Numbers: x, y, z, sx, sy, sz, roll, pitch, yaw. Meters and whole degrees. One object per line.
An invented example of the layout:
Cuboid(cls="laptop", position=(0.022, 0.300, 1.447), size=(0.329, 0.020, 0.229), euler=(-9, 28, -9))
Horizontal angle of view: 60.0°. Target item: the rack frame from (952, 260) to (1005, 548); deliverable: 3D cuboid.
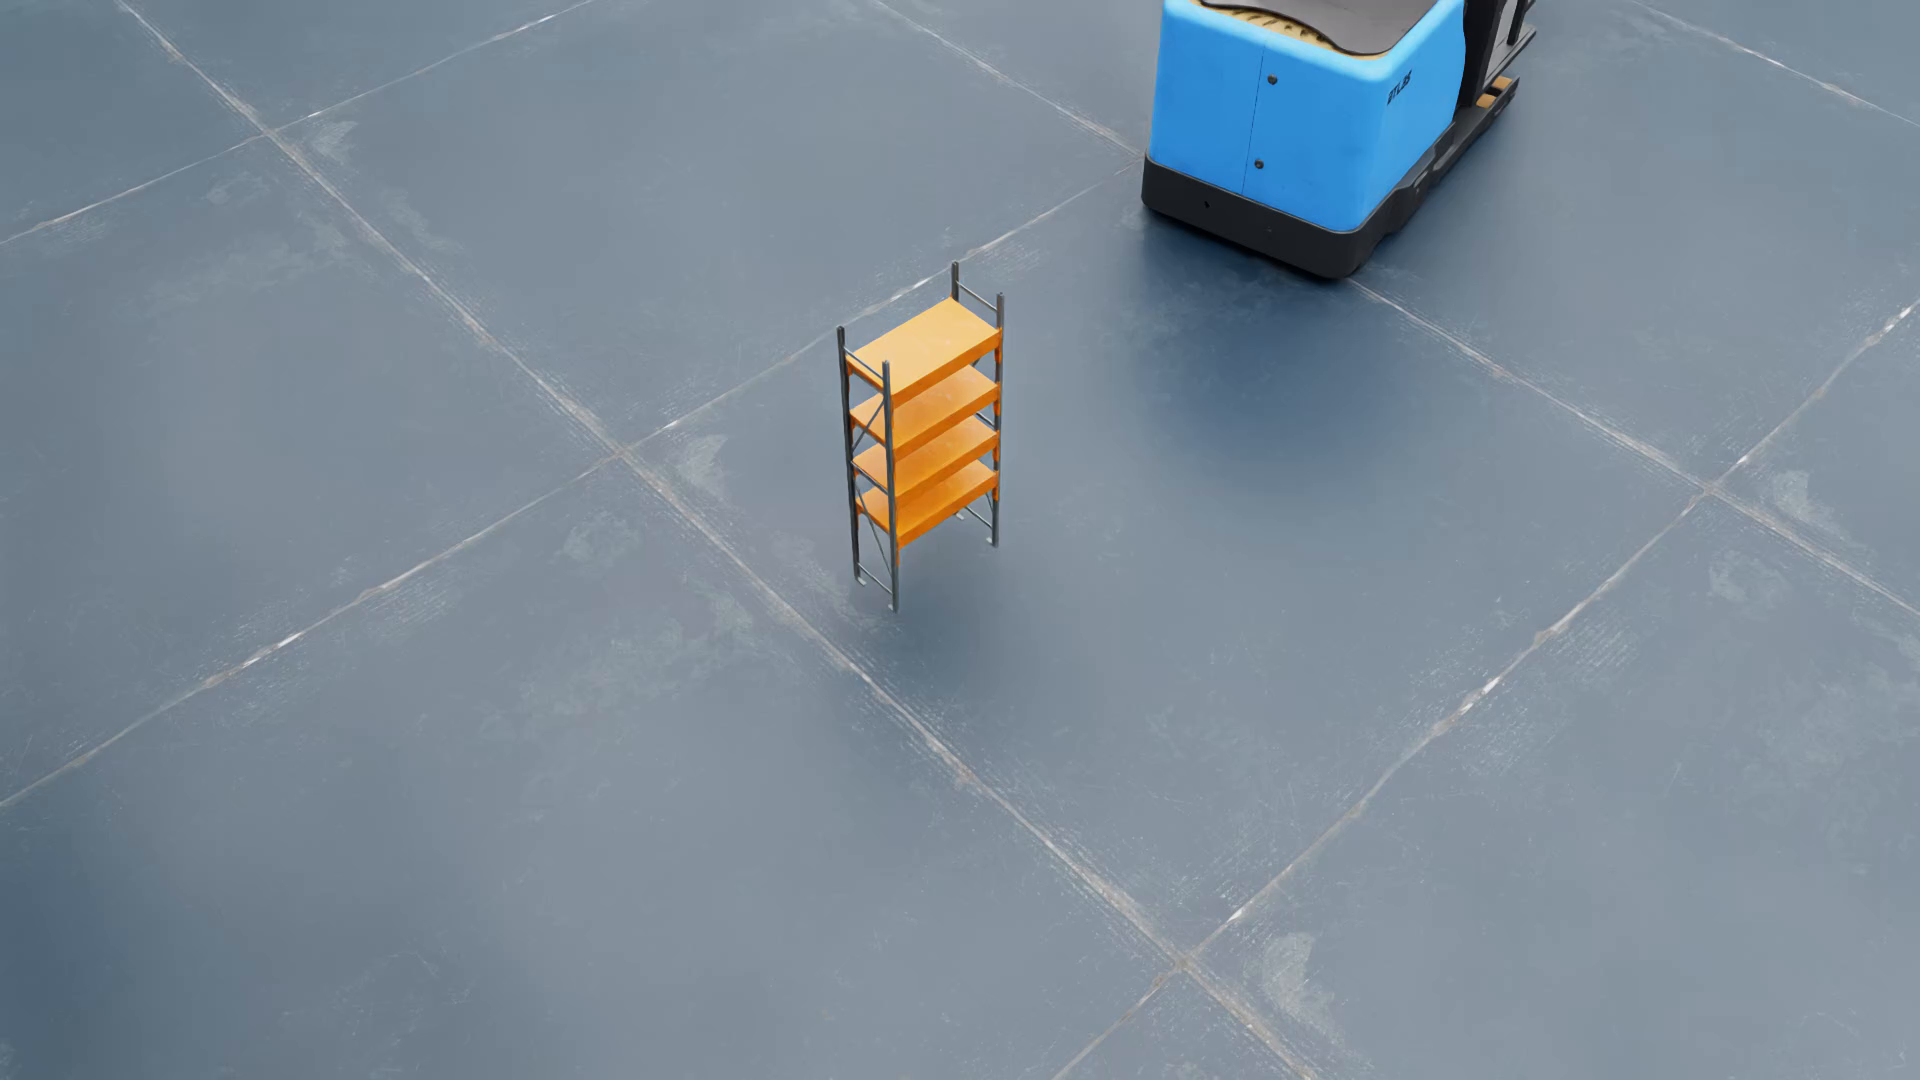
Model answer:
Cuboid(cls="rack frame", position=(0.058, -0.446, 5.845), size=(0.015, 1.200, 0.240), euler=(-34, 56, -27))

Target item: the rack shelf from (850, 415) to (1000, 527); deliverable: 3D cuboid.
Cuboid(cls="rack shelf", position=(-0.122, -0.279, 5.783), size=(0.480, 0.148, 0.258), euler=(-34, 56, -27))

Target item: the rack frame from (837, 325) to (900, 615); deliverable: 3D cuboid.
Cuboid(cls="rack frame", position=(-0.303, -0.204, 5.622), size=(0.015, 1.200, 0.240), euler=(-34, 56, -27))

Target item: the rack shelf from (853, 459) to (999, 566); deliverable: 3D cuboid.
Cuboid(cls="rack shelf", position=(-0.122, -0.145, 5.929), size=(0.480, 0.148, 0.258), euler=(-34, 56, -27))

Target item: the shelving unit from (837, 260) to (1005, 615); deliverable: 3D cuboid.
Cuboid(cls="shelving unit", position=(-0.122, -0.325, 5.734), size=(0.503, 1.200, 0.258), euler=(-34, 56, -27))

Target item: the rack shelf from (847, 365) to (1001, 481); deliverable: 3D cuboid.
Cuboid(cls="rack shelf", position=(-0.122, -0.431, 5.619), size=(0.480, 0.148, 0.258), euler=(-34, 56, -27))

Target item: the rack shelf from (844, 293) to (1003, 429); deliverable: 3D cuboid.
Cuboid(cls="rack shelf", position=(-0.122, -0.592, 5.445), size=(0.480, 0.148, 0.258), euler=(-34, 56, -27))

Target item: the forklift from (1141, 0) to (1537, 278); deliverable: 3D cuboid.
Cuboid(cls="forklift", position=(2.085, -3.178, 7.188), size=(1.130, 2.935, 3.031), euler=(27, 53, 23))
